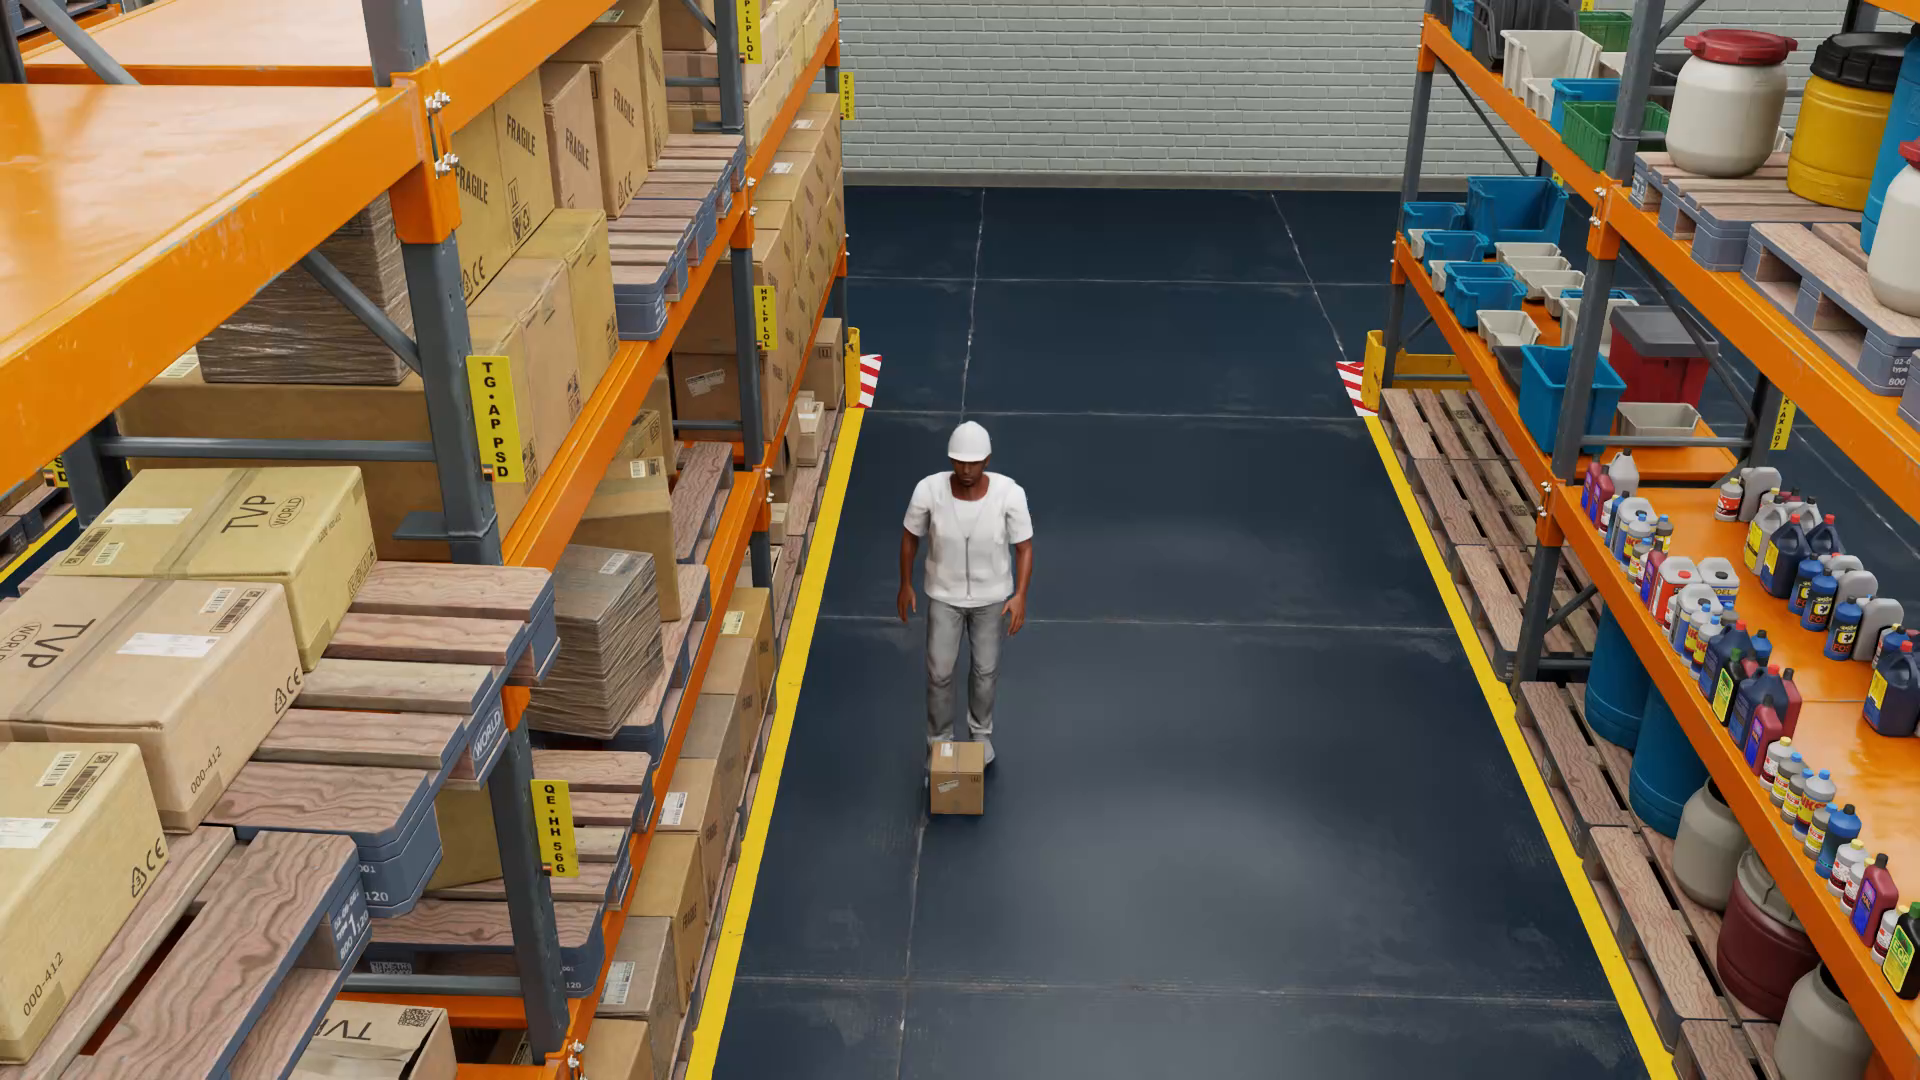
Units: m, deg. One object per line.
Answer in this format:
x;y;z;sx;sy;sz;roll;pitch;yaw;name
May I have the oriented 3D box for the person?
0.022;0.322;8.065;0.661;1.848;0.488;-1;28;-1;person
